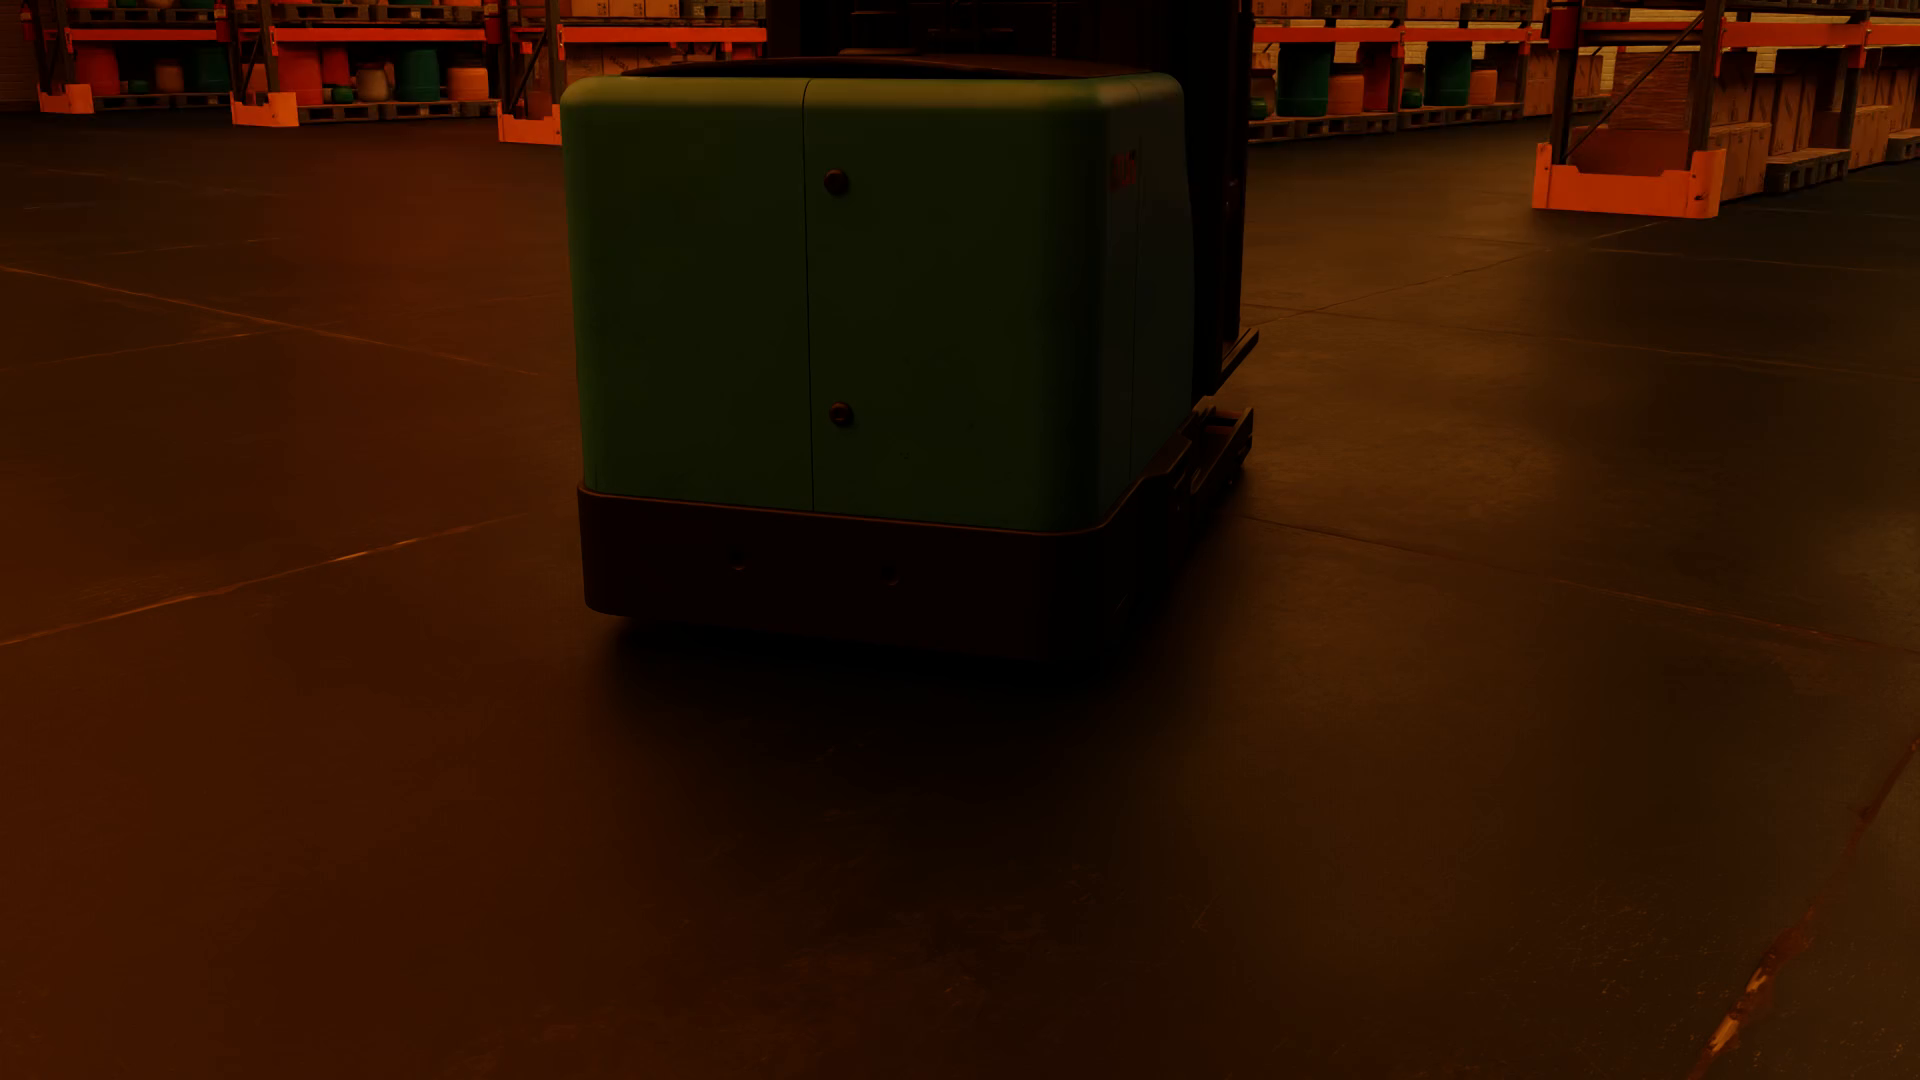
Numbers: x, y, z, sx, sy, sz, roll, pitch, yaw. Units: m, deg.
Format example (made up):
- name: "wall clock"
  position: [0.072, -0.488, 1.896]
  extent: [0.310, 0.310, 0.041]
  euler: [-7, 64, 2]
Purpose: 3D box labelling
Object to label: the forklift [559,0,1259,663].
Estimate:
- name: "forklift"
  position: [0.182, -1.571, 4.072]
  extent: [1.130, 2.935, 3.031]
  euler: [5, 18, 17]
